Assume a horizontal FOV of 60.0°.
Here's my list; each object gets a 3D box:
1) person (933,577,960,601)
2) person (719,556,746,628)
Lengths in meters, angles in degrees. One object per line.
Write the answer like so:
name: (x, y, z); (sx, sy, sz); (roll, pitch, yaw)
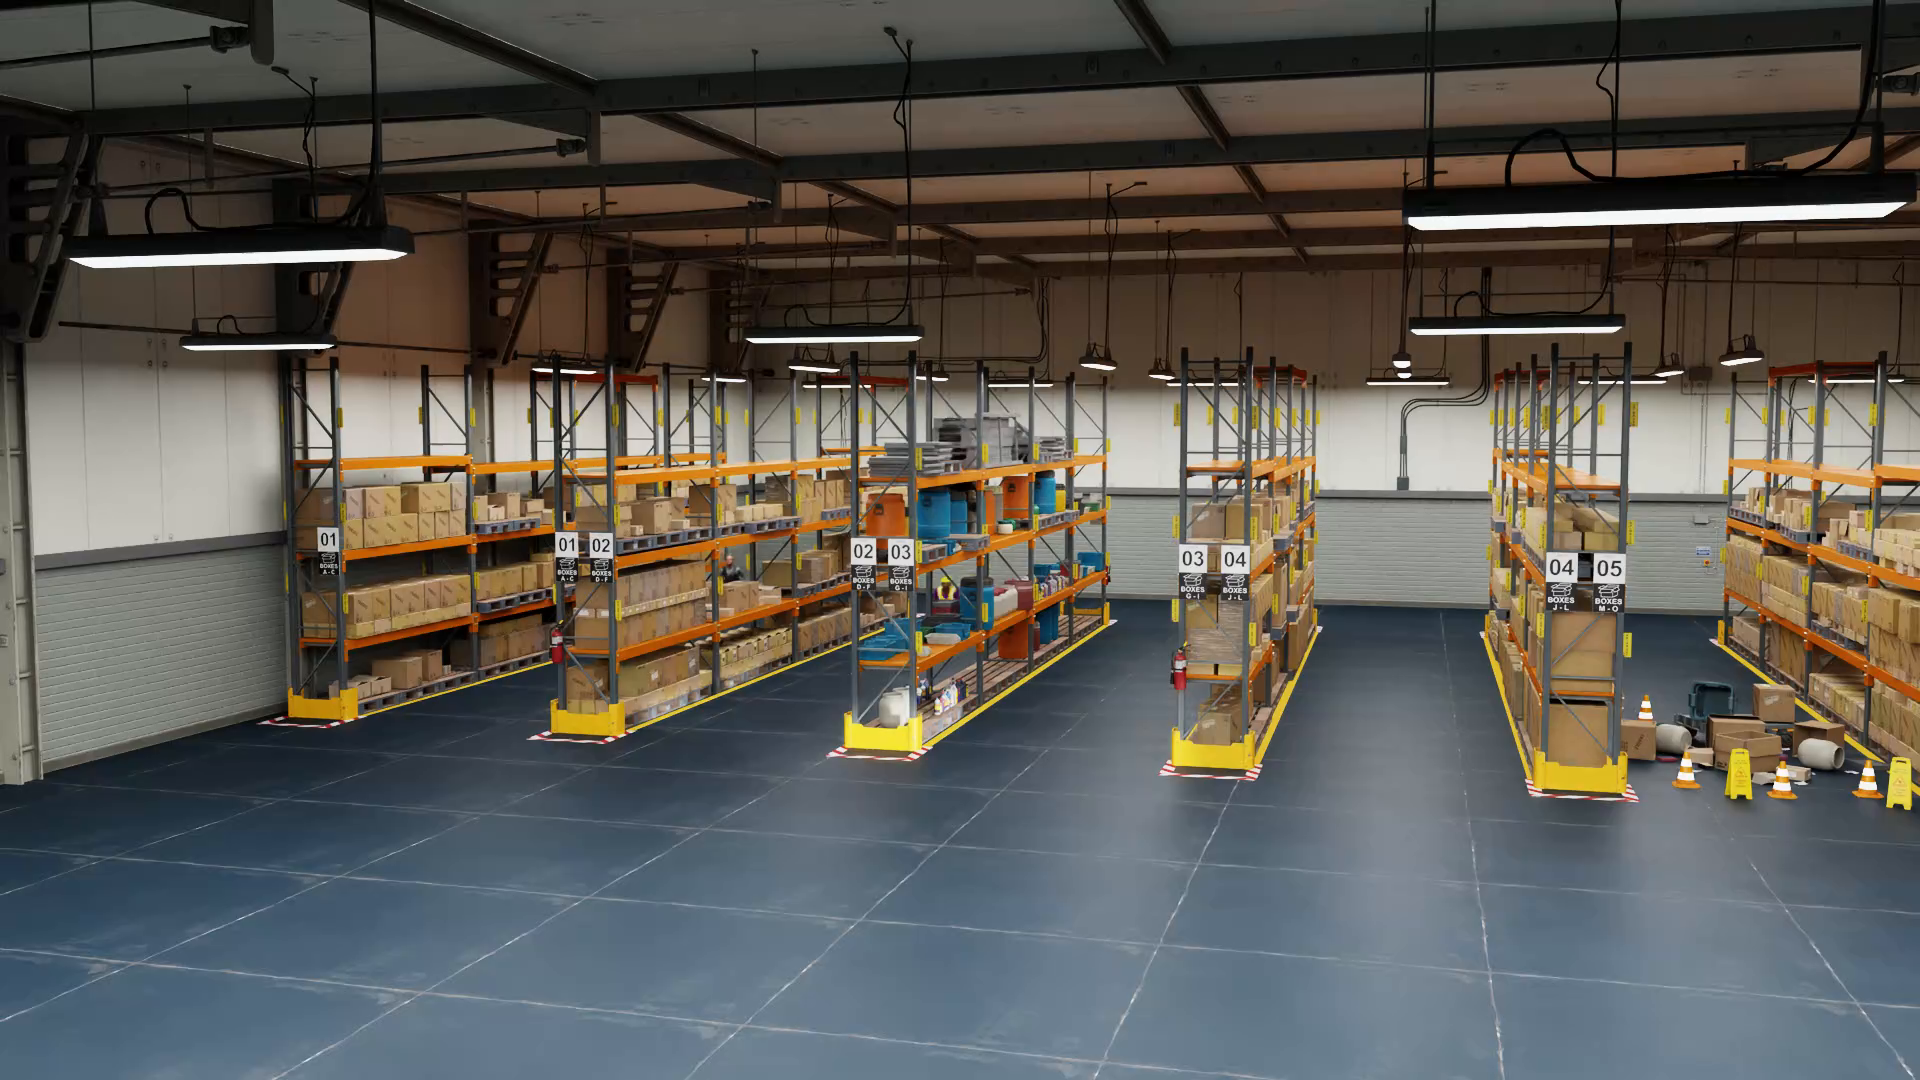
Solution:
person: (-0.251, 1.594, 35.196); (0.698, 1.691, 0.765); (1, 4, 14)
person: (-5.496, 1.228, 39.782); (0.664, 1.699, 0.905); (1, 4, 8)
